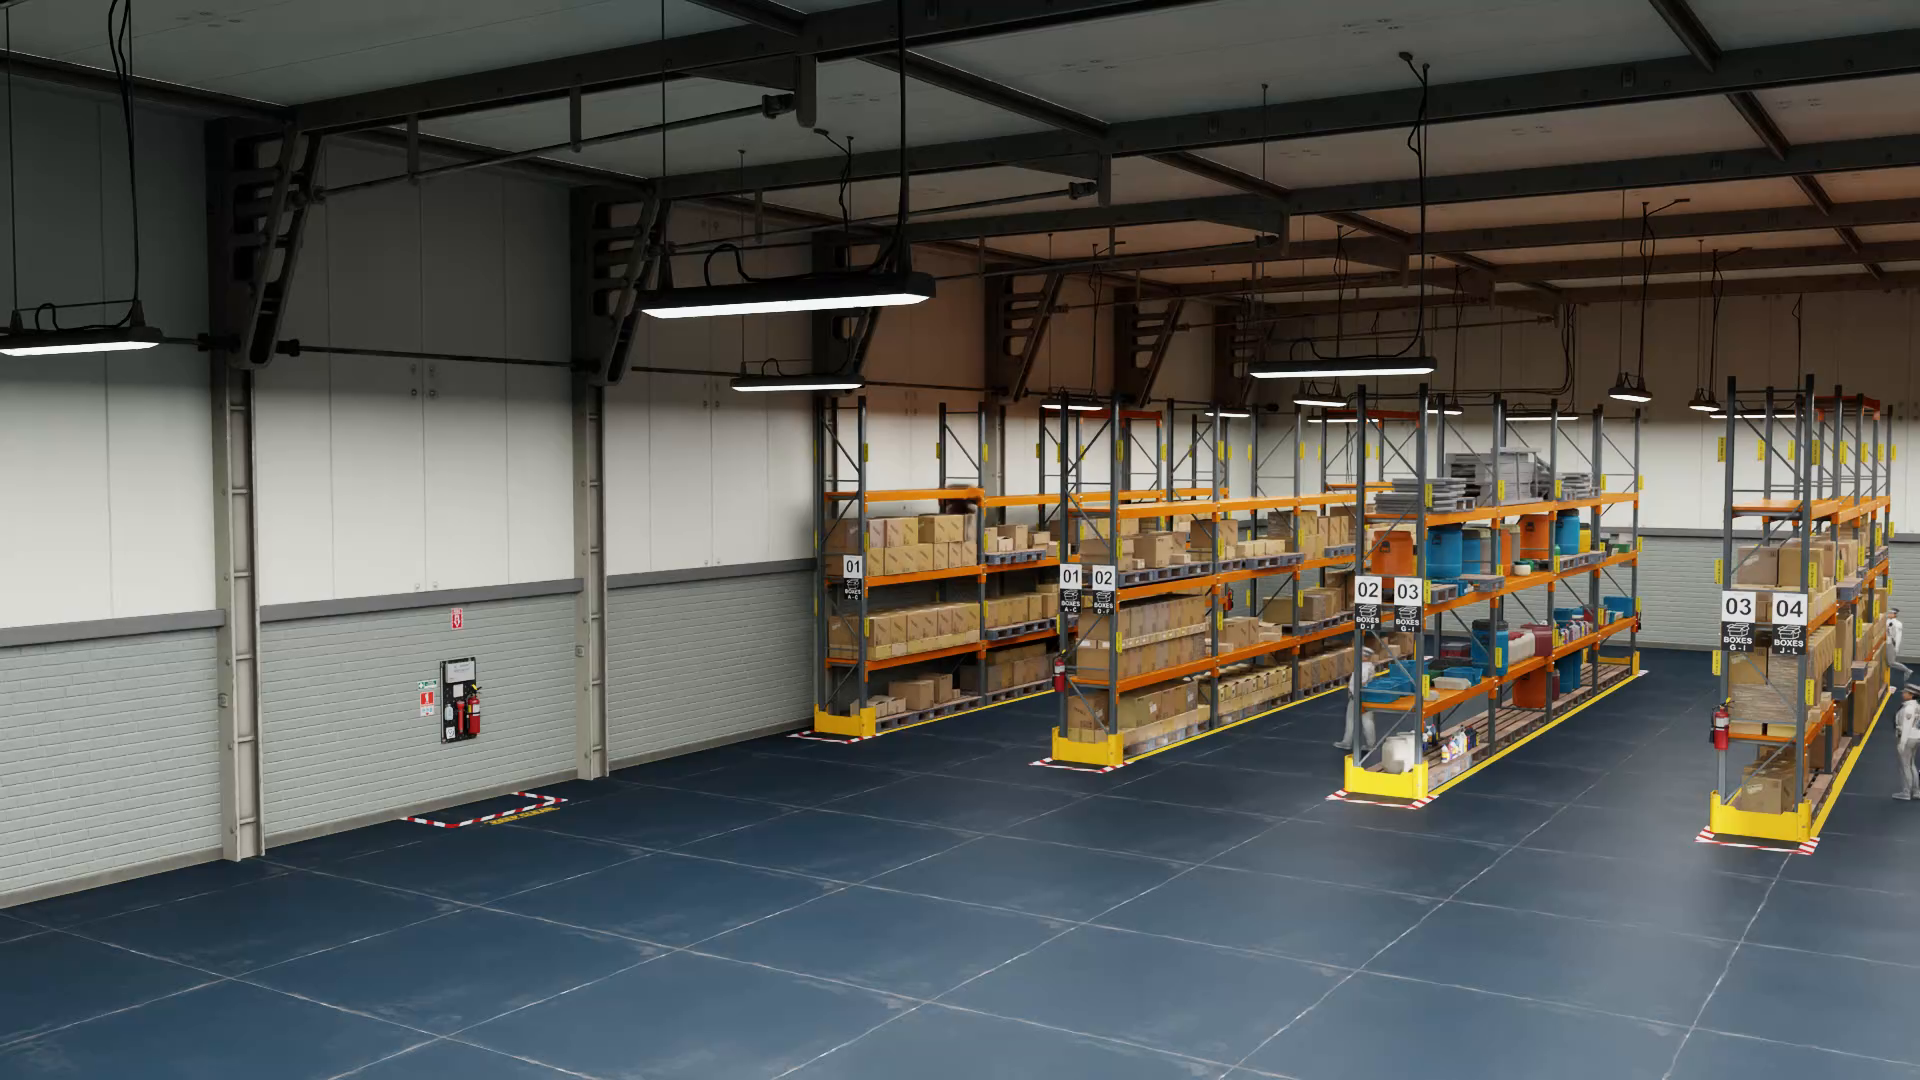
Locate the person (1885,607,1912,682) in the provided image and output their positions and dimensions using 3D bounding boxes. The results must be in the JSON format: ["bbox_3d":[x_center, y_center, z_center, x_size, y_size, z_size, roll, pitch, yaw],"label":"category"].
[{"bbox_3d":[20.150,2.273,35.938,0.709,1.670,0.496,0,3,-1],"label":"person"}]

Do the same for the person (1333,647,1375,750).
[{"bbox_3d":[6.668,2.648,27.961,0.533,1.764,0.688,-2,4,-40],"label":"person"}]

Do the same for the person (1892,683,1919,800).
[{"bbox_3d":[13.711,2.906,24.038,0.634,1.708,0.358,-3,4,-40],"label":"person"}]
